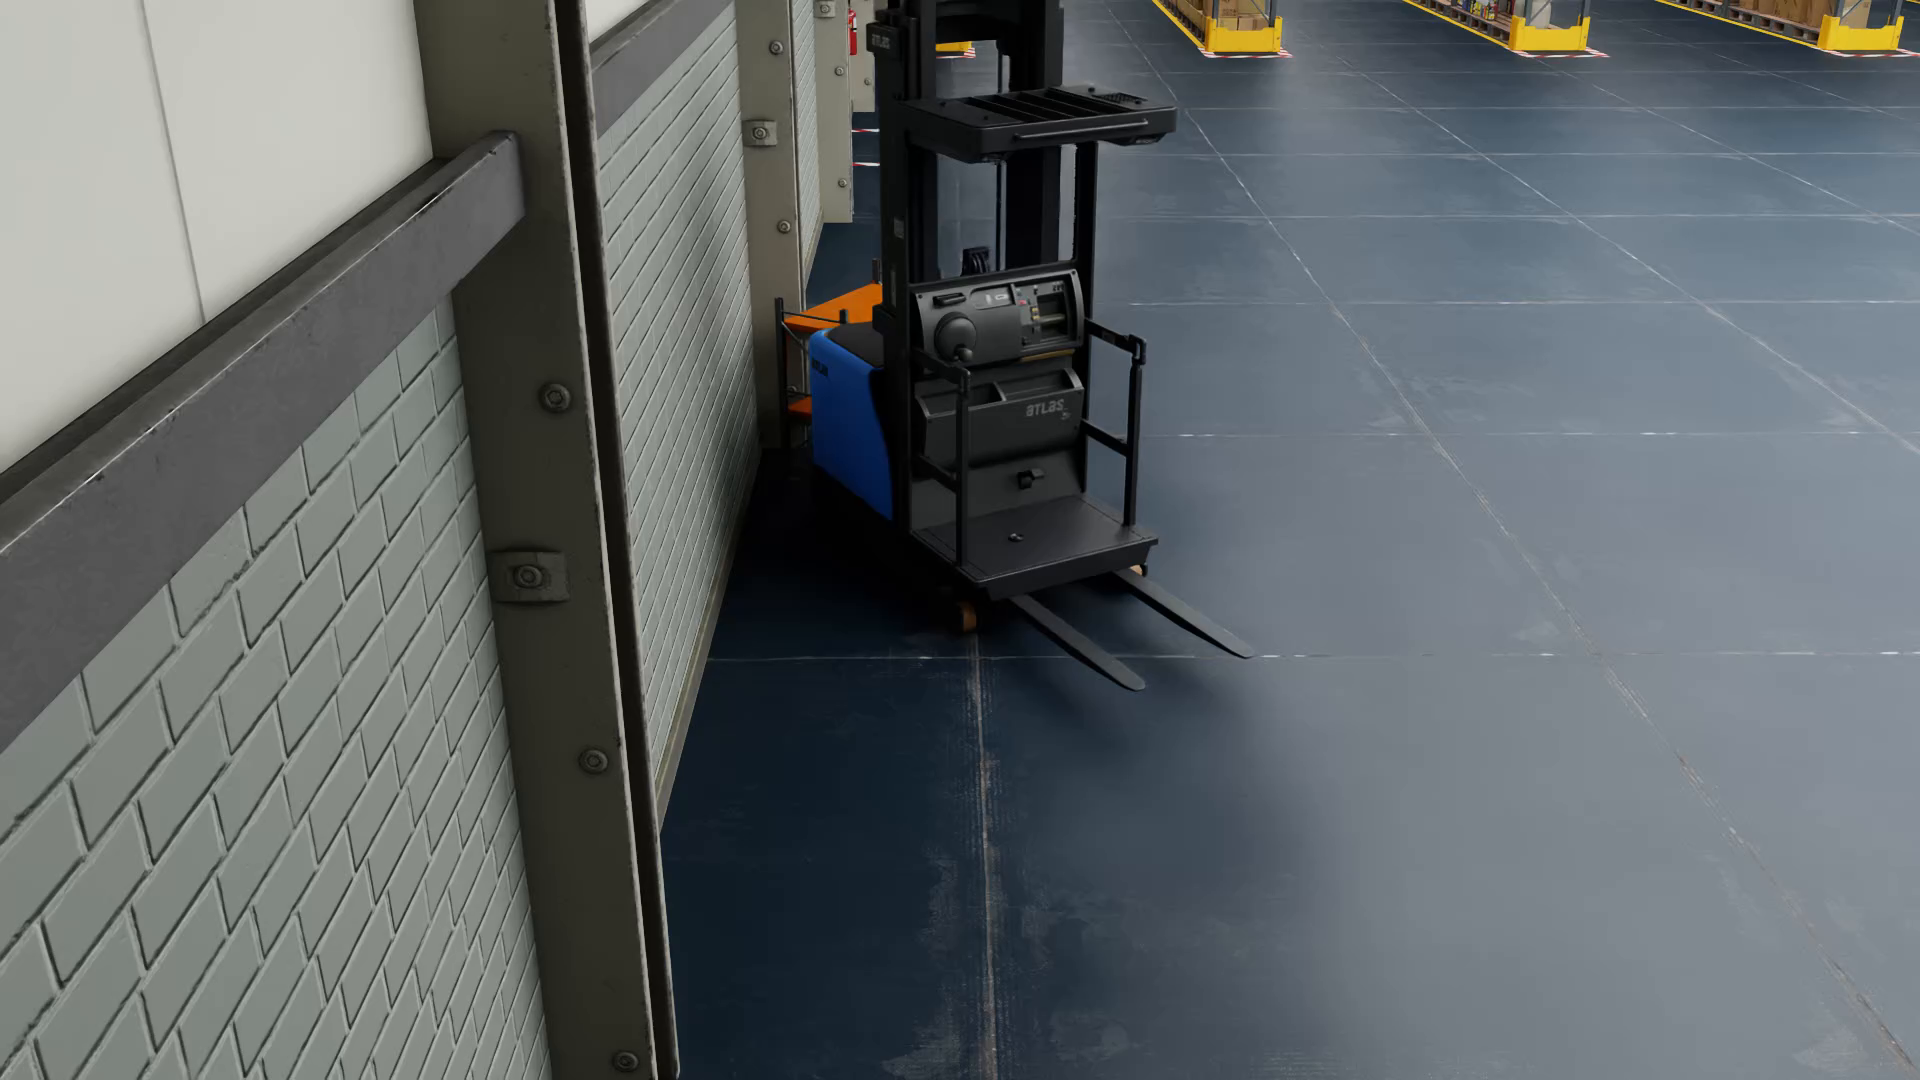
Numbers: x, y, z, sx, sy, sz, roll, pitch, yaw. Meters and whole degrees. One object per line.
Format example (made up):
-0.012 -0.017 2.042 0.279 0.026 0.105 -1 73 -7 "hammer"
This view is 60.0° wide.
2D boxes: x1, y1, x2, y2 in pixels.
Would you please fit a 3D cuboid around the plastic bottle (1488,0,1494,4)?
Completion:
9.155 -9.240 28.812 0.152 0.276 0.135 0 24 -1 "plastic bottle"

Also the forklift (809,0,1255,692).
0.310 -1.085 8.093 1.130 2.935 3.031 -13 27 -27 "forklift"

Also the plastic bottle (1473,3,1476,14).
8.982 -9.254 28.933 0.097 0.201 0.097 0 24 0 "plastic bottle"

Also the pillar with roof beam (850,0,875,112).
3.041 -9.730 19.843 9.100 9.000 0.400 0 24 -1 "pillar with roof beam"

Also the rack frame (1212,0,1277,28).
4.497 -9.188 25.926 1.000 3.000 0.127 0 24 -1 "rack frame"

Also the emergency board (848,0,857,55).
-1.274 -5.958 18.784 0.194 1.169 0.643 0 24 -1 "emergency board"

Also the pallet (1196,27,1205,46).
4.447 -8.233 27.197 1.003 0.211 1.213 0 24 -1 "pallet"

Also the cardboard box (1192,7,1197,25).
4.171 -8.759 27.803 0.500 0.250 0.500 0 24 -1 "cardboard box"

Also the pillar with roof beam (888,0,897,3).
2.911 -14.674 30.776 9.100 9.000 0.400 0 24 -1 "pillar with roof beam"

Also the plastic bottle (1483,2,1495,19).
9.017 -9.027 28.341 0.152 0.276 0.135 0 24 0 "plastic bottle"

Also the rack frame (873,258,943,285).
-0.326 -1.196 10.529 0.500 1.125 0.032 14 28 28 "rack frame"

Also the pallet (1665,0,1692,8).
14.333 -10.434 32.064 1.003 0.211 1.213 0 24 -1 "pallet"

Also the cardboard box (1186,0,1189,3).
4.157 -9.512 28.559 0.500 0.500 0.500 0 24 -1 "cardboard box"

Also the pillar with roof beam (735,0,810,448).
3.172 -4.785 8.910 9.100 9.000 0.400 0 24 -1 "pillar with roof beam"

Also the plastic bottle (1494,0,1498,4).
9.558 -9.586 29.486 0.144 0.351 0.185 0 24 -1 "plastic bottle"

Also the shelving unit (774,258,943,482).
-0.589 -1.017 10.133 0.538 1.125 1.048 14 28 28 "shelving unit"

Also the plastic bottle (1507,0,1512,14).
9.605 -9.333 29.008 0.061 0.283 0.133 0 24 -1 "plastic bottle"

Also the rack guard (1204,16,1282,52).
4.498 -8.040 26.419 1.175 0.500 0.348 0 24 -1 "rack guard"

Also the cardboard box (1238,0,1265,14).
4.706 -8.897 27.198 0.500 0.500 0.500 0 24 -1 "cardboard box"

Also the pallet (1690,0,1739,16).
14.349 -9.930 30.949 1.003 0.211 1.213 0 24 -1 "pallet"

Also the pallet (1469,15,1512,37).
9.389 -8.806 28.464 1.003 0.211 1.213 0 24 -1 "pallet"

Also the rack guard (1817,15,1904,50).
14.402 -8.124 26.606 1.175 0.500 0.348 0 24 -1 "rack guard"

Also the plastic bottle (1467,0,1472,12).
9.003 -9.439 29.160 0.144 0.351 0.185 -1 24 -3 "plastic bottle"

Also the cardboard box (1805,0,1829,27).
14.372 -8.787 27.563 0.500 0.500 0.500 6 25 13 "cardboard box"

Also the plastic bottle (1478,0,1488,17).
9.009 -9.187 28.603 0.144 0.351 0.185 1 24 2 "plastic bottle"

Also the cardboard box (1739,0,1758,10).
14.324 -9.767 29.729 0.500 0.500 0.500 -1 24 -2 "cardboard box"

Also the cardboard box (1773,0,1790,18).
14.423 -9.276 28.643 0.500 0.500 0.500 -2 24 -5 "cardboard box"

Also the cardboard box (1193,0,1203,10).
4.168 -9.100 27.648 0.500 0.500 0.500 0 24 -1 "cardboard box"

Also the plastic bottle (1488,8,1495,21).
8.992 -8.889 28.127 0.097 0.201 0.097 0 24 0 "plastic bottle"

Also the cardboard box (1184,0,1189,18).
4.156 -9.171 28.714 0.500 0.250 0.500 0 24 -1 "cardboard box"

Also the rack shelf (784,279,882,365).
-0.589 -1.283 10.012 0.538 0.278 1.000 14 28 28 "rack shelf"

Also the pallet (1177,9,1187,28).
4.420 -9.238 29.420 1.003 0.211 1.213 0 24 -1 "pallet"

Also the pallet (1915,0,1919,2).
19.220 -10.411 32.014 1.003 0.211 1.213 0 24 -1 "pallet"

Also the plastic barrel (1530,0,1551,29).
9.367 -8.538 26.997 0.421 0.512 0.421 0 24 0 "plastic barrel"

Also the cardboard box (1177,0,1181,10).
4.155 -9.583 29.625 0.500 0.250 0.500 0 24 -1 "cardboard box"

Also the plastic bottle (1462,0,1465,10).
9.003 -9.551 29.498 0.152 0.276 0.135 1 24 1 "plastic bottle"

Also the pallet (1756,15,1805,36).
14.418 -8.829 28.514 1.003 0.211 1.213 0 24 -1 "pallet"

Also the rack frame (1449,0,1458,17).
9.407 -10.857 29.616 1.000 3.000 0.127 0 24 -1 "rack frame"

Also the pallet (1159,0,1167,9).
4.390 -10.374 31.930 1.003 0.211 1.213 0 24 -1 "pallet"

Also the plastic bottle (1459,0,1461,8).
8.973 -9.608 29.715 0.097 0.201 0.097 0 24 0 "plastic bottle"

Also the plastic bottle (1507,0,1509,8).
9.704 -9.508 29.313 0.144 0.351 0.185 -1 24 -3 "plastic bottle"

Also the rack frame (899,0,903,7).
-0.456 -9.165 25.873 1.000 3.000 0.127 0 24 -1 "rack frame"

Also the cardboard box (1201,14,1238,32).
4.196 -8.347 26.892 0.500 0.250 0.500 0 24 -1 "cardboard box"
